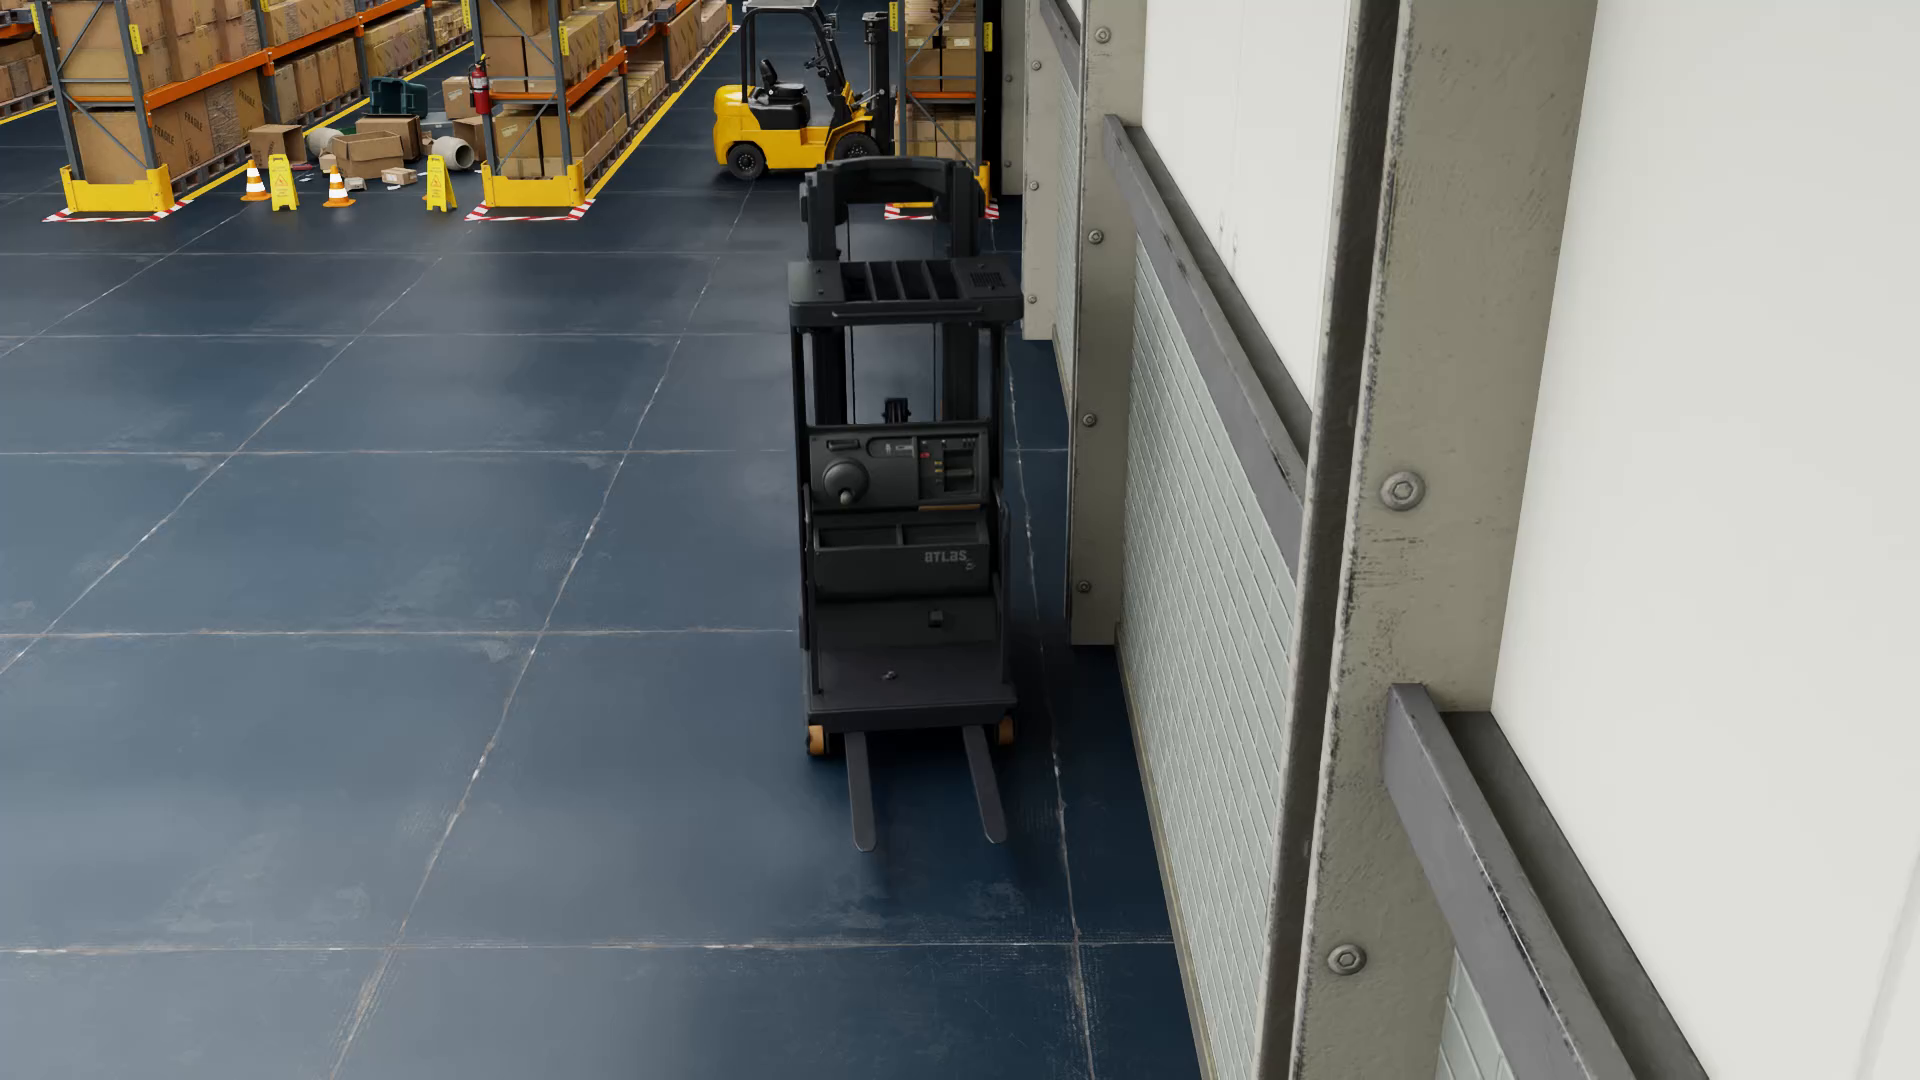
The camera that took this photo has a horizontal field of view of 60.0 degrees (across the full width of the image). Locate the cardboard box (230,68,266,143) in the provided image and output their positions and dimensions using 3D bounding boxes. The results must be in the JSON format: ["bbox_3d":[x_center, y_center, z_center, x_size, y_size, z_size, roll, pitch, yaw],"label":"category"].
[{"bbox_3d":[-10.248,-6.006,22.958,0.875,0.875,0.875,0,24,0],"label":"cardboard box"}]

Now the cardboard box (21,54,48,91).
[{"bbox_3d":[-15.162,-7.495,26.681,0.700,0.500,0.500,-2,24,-3],"label":"cardboard box"}]

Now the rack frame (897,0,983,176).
[{"bbox_3d":[-0.229,-5.481,19.730,1.000,3.000,0.127,0,24,-1],"label":"rack frame"}]

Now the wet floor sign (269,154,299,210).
[{"bbox_3d":[-8.161,-4.318,20.014,0.267,0.644,0.232,-4,25,-10],"label":"wet floor sign"}]

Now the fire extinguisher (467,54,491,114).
[{"bbox_3d":[-5.652,-5.373,19.584,0.296,0.674,0.183,0,24,-1],"label":"fire extinguisher"}]

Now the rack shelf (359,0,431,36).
[{"bbox_3d":[-10.250,-9.187,28.795,1.077,0.370,4.000,0,24,-1],"label":"rack shelf"}]

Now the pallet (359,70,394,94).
[{"bbox_3d":[-10.235,-7.742,28.111,1.003,0.211,1.213,0,24,-1],"label":"pallet"}]

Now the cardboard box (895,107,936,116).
[{"bbox_3d":[-0.557,-5.274,20.885,0.500,0.250,0.500,0,24,0],"label":"cardboard box"}]

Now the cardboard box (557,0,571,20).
[{"bbox_3d":[-5.389,-6.928,21.233,0.700,0.500,0.500,0,24,-1],"label":"cardboard box"}]

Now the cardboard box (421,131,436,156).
[{"bbox_3d":[-7.373,-5.515,23.121,0.258,0.266,0.396,-19,31,-36],"label":"cardboard box"}]

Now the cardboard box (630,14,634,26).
[{"bbox_3d":[-4.920,-7.515,24.021,0.380,0.149,0.250,0,24,1],"label":"cardboard box"}]

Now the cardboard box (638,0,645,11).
[{"bbox_3d":[-4.952,-8.083,24.490,0.500,0.500,0.500,0,24,-1],"label":"cardboard box"}]

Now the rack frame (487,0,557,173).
[{"bbox_3d":[-5.189,-5.458,19.677,0.949,2.616,0.053,0,24,-1],"label":"rack frame"}]

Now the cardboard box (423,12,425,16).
[{"bbox_3d":[-10.624,-10.184,32.356,0.380,0.149,0.250,-1,24,-2],"label":"cardboard box"}]

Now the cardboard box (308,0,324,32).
[{"bbox_3d":[-9.936,-7.929,25.019,0.500,0.500,0.500,0,24,0],"label":"cardboard box"}]

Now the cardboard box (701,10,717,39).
[{"bbox_3d":[-5.233,-10.054,32.440,0.875,0.438,0.875,-1,24,-2],"label":"cardboard box"}]

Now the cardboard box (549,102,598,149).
[{"bbox_3d":[-4.936,-5.297,21.238,0.500,0.500,0.500,-1,24,-3],"label":"cardboard box"}]

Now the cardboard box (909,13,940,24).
[{"bbox_3d":[-0.436,-6.417,20.529,0.380,0.149,0.250,0,24,0],"label":"cardboard box"}]

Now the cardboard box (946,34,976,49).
[{"bbox_3d":[0.027,-5.964,19.887,0.380,0.149,0.250,-1,24,-2],"label":"cardboard box"}]

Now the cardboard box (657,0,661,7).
[{"bbox_3d":[-4.918,-8.483,26.162,0.380,0.149,0.250,0,24,-1],"label":"cardboard box"}]

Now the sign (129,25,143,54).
[{"bbox_3d":[-9.586,-5.824,19.341,0.100,0.325,0.005,0,24,-1],"label":"sign"}]

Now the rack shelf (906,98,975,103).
[{"bbox_3d":[-0.251,-6.043,21.671,0.831,0.071,3.687,0,24,-1],"label":"rack shelf"}]

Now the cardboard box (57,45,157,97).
[{"bbox_3d":[-10.190,-5.615,19.842,0.875,0.550,0.550,0,24,-1],"label":"cardboard box"}]

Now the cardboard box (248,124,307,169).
[{"bbox_3d":[-9.142,-5.269,22.291,0.500,0.500,0.500,4,25,9],"label":"cardboard box"}]

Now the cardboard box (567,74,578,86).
[{"bbox_3d":[-4.928,-5.698,20.513,0.380,0.149,0.250,-1,24,-2],"label":"cardboard box"}]

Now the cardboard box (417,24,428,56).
[{"bbox_3d":[-10.012,-9.087,30.226,0.500,0.500,0.500,-1,24,-2],"label":"cardboard box"}]

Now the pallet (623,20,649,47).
[{"bbox_3d":[-5.099,-7.334,24.059,1.003,0.211,1.213,0,24,-1],"label":"pallet"}]

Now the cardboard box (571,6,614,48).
[{"bbox_3d":[-4.970,-6.893,22.368,0.500,0.500,0.500,1,24,1],"label":"cardboard box"}]

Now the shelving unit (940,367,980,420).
[{"bbox_3d":[-2.865,-5.278,20.735,5.752,1.800,21.905,0,24,-1],"label":"shelving unit"}]

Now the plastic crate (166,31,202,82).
[{"bbox_3d":[-14.729,-6.740,21.012,10.126,1.636,1.488,0,24,-1],"label":"plastic crate"}]

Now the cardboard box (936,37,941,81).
[{"bbox_3d":[-0.493,-5.942,20.628,0.500,0.500,0.500,0,24,1],"label":"cardboard box"}]

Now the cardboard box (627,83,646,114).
[{"bbox_3d":[-5.256,-6.612,24.909,0.950,0.372,0.625,1,24,3],"label":"cardboard box"}]

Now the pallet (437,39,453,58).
[{"bbox_3d":[-10.315,-9.345,31.655,1.003,0.211,1.213,0,24,-1],"label":"pallet"}]

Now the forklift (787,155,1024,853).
[{"bbox_3d":[-13.511,-6.999,23.169,23.922,2.935,37.985,-3,24,-6],"label":"forklift"}]

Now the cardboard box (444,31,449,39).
[{"bbox_3d":[-10.065,-9.699,32.004,0.380,0.149,0.250,-1,24,-2],"label":"cardboard box"}]

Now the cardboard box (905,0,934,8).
[{"bbox_3d":[-0.531,-7.048,21.924,0.380,0.149,0.250,-1,24,-1],"label":"cardboard box"}]
